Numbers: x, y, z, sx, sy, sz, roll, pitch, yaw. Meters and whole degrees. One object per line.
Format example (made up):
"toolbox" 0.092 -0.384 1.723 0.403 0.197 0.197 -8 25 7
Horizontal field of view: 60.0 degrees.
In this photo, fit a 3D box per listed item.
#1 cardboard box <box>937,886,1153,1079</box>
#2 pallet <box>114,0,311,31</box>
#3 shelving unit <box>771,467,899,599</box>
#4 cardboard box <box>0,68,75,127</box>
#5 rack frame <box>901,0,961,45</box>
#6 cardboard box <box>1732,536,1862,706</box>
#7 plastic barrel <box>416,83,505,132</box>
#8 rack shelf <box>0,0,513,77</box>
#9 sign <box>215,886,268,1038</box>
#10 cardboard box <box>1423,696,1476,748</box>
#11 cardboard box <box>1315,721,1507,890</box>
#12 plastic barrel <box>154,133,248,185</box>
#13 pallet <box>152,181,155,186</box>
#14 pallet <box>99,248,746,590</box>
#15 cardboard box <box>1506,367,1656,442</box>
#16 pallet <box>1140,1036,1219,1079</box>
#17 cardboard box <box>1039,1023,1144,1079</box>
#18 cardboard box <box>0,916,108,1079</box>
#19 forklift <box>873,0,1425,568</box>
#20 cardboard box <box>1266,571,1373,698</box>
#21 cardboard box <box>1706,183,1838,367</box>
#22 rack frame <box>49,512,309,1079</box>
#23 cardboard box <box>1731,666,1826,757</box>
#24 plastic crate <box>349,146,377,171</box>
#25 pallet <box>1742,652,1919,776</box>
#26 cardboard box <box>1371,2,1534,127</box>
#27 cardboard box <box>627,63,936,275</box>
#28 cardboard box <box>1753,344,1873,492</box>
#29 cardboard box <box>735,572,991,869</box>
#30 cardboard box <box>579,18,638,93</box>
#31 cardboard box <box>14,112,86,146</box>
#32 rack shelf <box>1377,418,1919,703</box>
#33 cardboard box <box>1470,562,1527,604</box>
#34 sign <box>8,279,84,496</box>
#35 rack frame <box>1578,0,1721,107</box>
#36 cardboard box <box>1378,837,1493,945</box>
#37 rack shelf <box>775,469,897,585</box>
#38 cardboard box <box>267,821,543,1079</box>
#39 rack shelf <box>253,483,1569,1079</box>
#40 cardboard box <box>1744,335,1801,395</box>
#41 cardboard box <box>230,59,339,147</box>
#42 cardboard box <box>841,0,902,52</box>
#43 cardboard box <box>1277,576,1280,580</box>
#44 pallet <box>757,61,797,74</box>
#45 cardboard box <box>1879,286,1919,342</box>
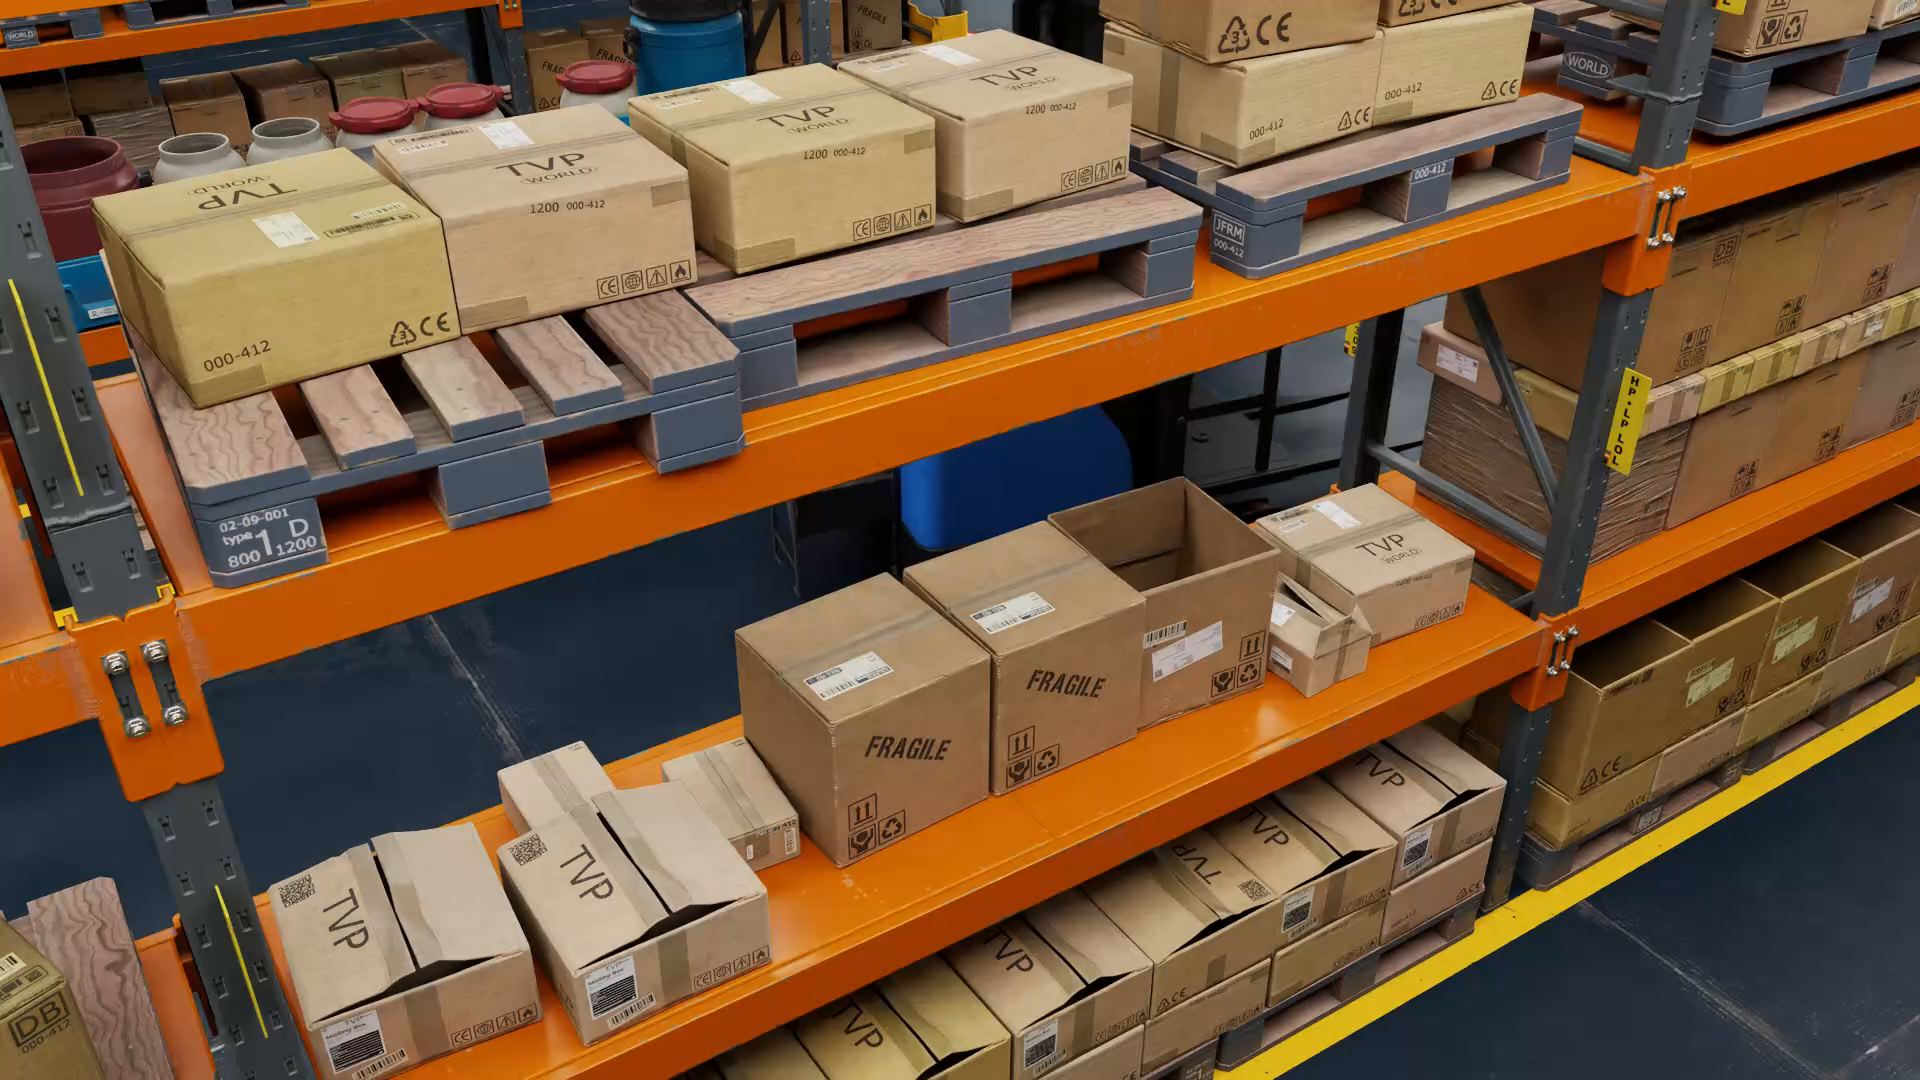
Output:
"cardboard box" 0.232 1.295 5.043 0.500 0.311 0.500 -19 37 -28
"pallet" -5.388 -3.935 11.857 1.213 0.211 1.003 -19 37 -27
"shelving unit" -0.600 -0.760 7.487 0.503 2.100 0.431 -12 34 -19
"cardboard box" -6.483 -3.079 11.547 0.500 0.250 0.500 -17 36 -25
"rack frame" -0.306 -5.738 14.535 0.127 3.000 1.000 -19 37 -27
"cardboard box" 3.096 0.247 6.528 0.500 0.500 0.500 -19 37 -27
"plastic barrel" -2.524 -2.028 8.526 0.433 0.535 0.433 0 32 0
"rack shelf" -5.349 -3.700 11.978 4.000 0.370 1.077 -19 37 -27
"sign" -1.364 0.802 3.156 0.005 0.325 0.100 -19 37 -27
"cardboard box" 1.968 0.615 6.648 0.500 0.250 0.500 -19 37 -27
"cardboard box" 1.511 0.855 5.741 0.500 0.311 0.500 -19 37 -27
"plastic barrel" -3.597 -1.645 7.942 0.421 0.512 0.421 0 32 0
"pallet" -6.372 -2.472 11.970 1.213 0.211 1.003 -19 37 -27
"pallet" -1.144 -0.408 3.450 1.003 0.211 1.213 -17 36 -25
"cardboard box" 2.027 -0.446 5.444 0.250 0.149 0.380 -19 37 -27
"pallet" 0.072 1.626 5.475 1.213 0.211 1.003 -19 37 -27
"cardboard box" 0.221 1.536 5.186 0.500 0.250 0.500 -18 37 -26
"cardboard box" -2.134 1.030 3.318 0.700 0.500 0.500 22 39 31
"forklift" 1.041 -1.471 7.835 3.031 2.935 1.130 -12 34 -19
"cardboard box" 1.057 0.255 5.161 0.258 0.266 0.396 -20 37 -28
"cardboard box" 2.490 -1.007 5.726 0.500 0.500 0.700 -19 37 -27
"rack frame" -1.666 1.018 3.825 0.127 3.000 1.000 -19 37 -27
"cardboard box" 3.097 0.564 6.728 0.500 0.250 0.500 -19 37 -27
"plastic crate" -2.822 -1.562 7.854 0.583 0.464 0.402 -19 37 -27
"pallet" 3.414 0.475 7.300 1.213 0.211 1.003 -19 37 -27
"cardboard box" 1.173 -1.348 4.511 0.500 0.250 0.500 -15 35 -22
"cardboard box" -0.397 -0.842 3.708 0.500 0.250 0.500 -20 37 -28
"cardboard box" 2.930 -0.611 6.313 0.500 0.500 0.700 -18 37 -27
"cardboard box" -0.264 0.483 4.579 0.500 0.500 0.500 -21 38 -30
"cardboard box" -2.833 -3.969 13.680 0.500 0.500 0.500 -8 33 -12
"cardboard box" -6.477 -2.757 11.740 0.500 0.500 0.700 -21 38 -30
"rack shelf" 3.377 -0.413 6.767 4.000 0.370 1.077 -19 37 -27
"cardboard box" 2.394 0.158 6.669 0.500 0.500 0.500 -19 37 -27
"sign" -1.373 -0.226 2.501 0.005 0.325 0.100 -19 37 -27
"rack frame" 1.696 -2.676 4.058 0.127 3.000 1.000 -19 37 -27
"cardboard box" 1.505 1.096 5.884 0.500 0.250 0.500 -19 37 -28
"rack shelf" -0.600 -0.156 7.868 0.480 0.518 0.431 -12 34 -19
"cardboard box" -1.336 0.970 3.985 0.500 0.311 0.500 -17 36 -24
"rack shelf" 0.015 0.744 4.934 4.000 0.370 1.077 -19 37 -27
"cardboard box" 2.674 -0.671 5.800 0.250 0.149 0.380 -19 37 -28
"cardboard box" -5.077 -3.252 12.524 0.500 0.500 0.700 -22 39 -31
"cardboard box" -0.840 -4.686 14.816 0.500 0.500 0.500 -12 34 -19
"cardboard box" 0.841 0.132 5.465 0.250 0.149 0.380 -19 37 -27
"pallet" -2.096 -3.968 14.342 1.213 0.211 1.003 -19 37 -27
"cardboard box" 3.327 -0.896 6.157 0.250 0.149 0.380 -19 37 -28
